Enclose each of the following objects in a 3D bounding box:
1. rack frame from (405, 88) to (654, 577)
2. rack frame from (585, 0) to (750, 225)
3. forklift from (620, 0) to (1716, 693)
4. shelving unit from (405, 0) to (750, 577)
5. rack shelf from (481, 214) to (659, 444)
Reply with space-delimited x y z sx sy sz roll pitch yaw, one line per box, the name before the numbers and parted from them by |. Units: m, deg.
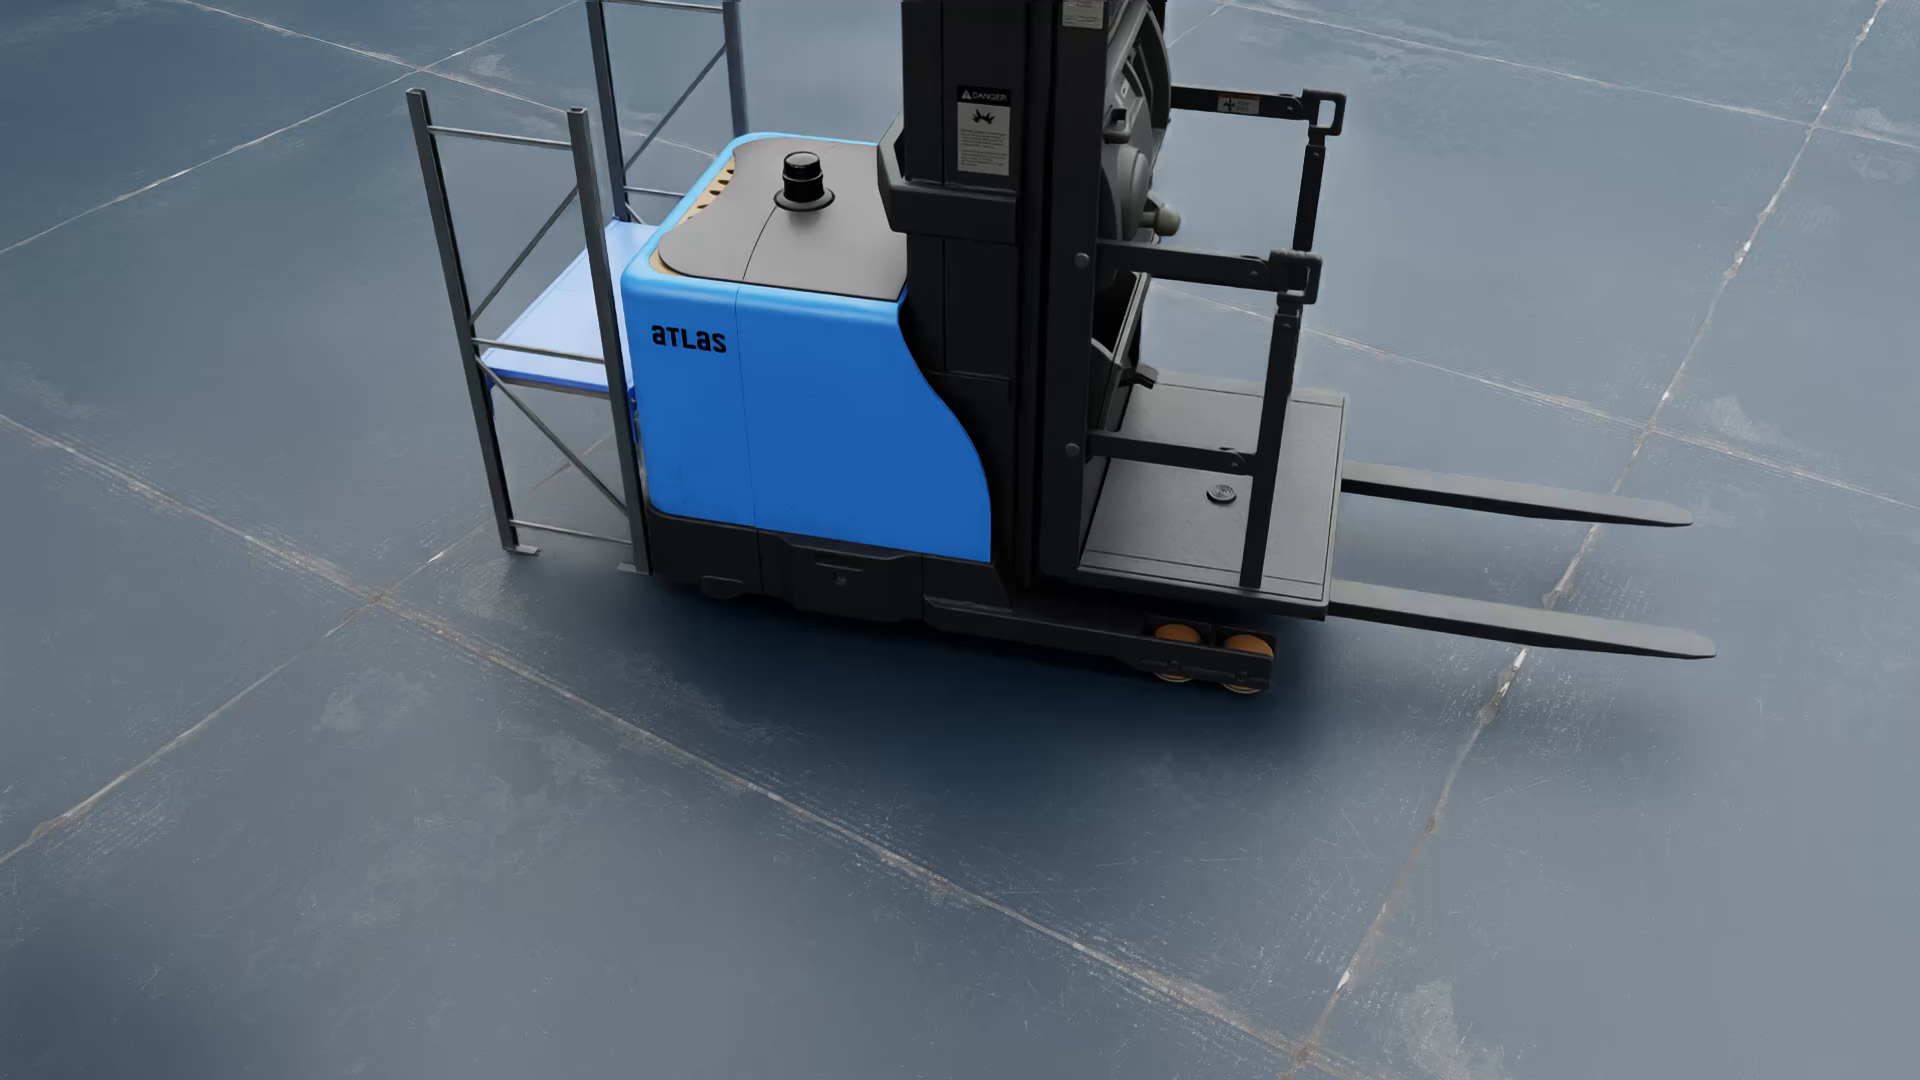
rack frame | -1.189 -0.531 4.711 0.500 1.500 0.032 10 39 12
rack frame | -0.914 -1.129 5.486 0.500 1.500 0.032 10 39 12
forklift | 0.645 -1.088 4.260 3.031 2.935 1.130 8 38 11
shelving unit | -1.051 -0.830 5.098 0.538 1.500 1.048 10 39 12
rack shelf | -1.051 -0.688 5.208 0.538 0.185 1.000 10 39 12
